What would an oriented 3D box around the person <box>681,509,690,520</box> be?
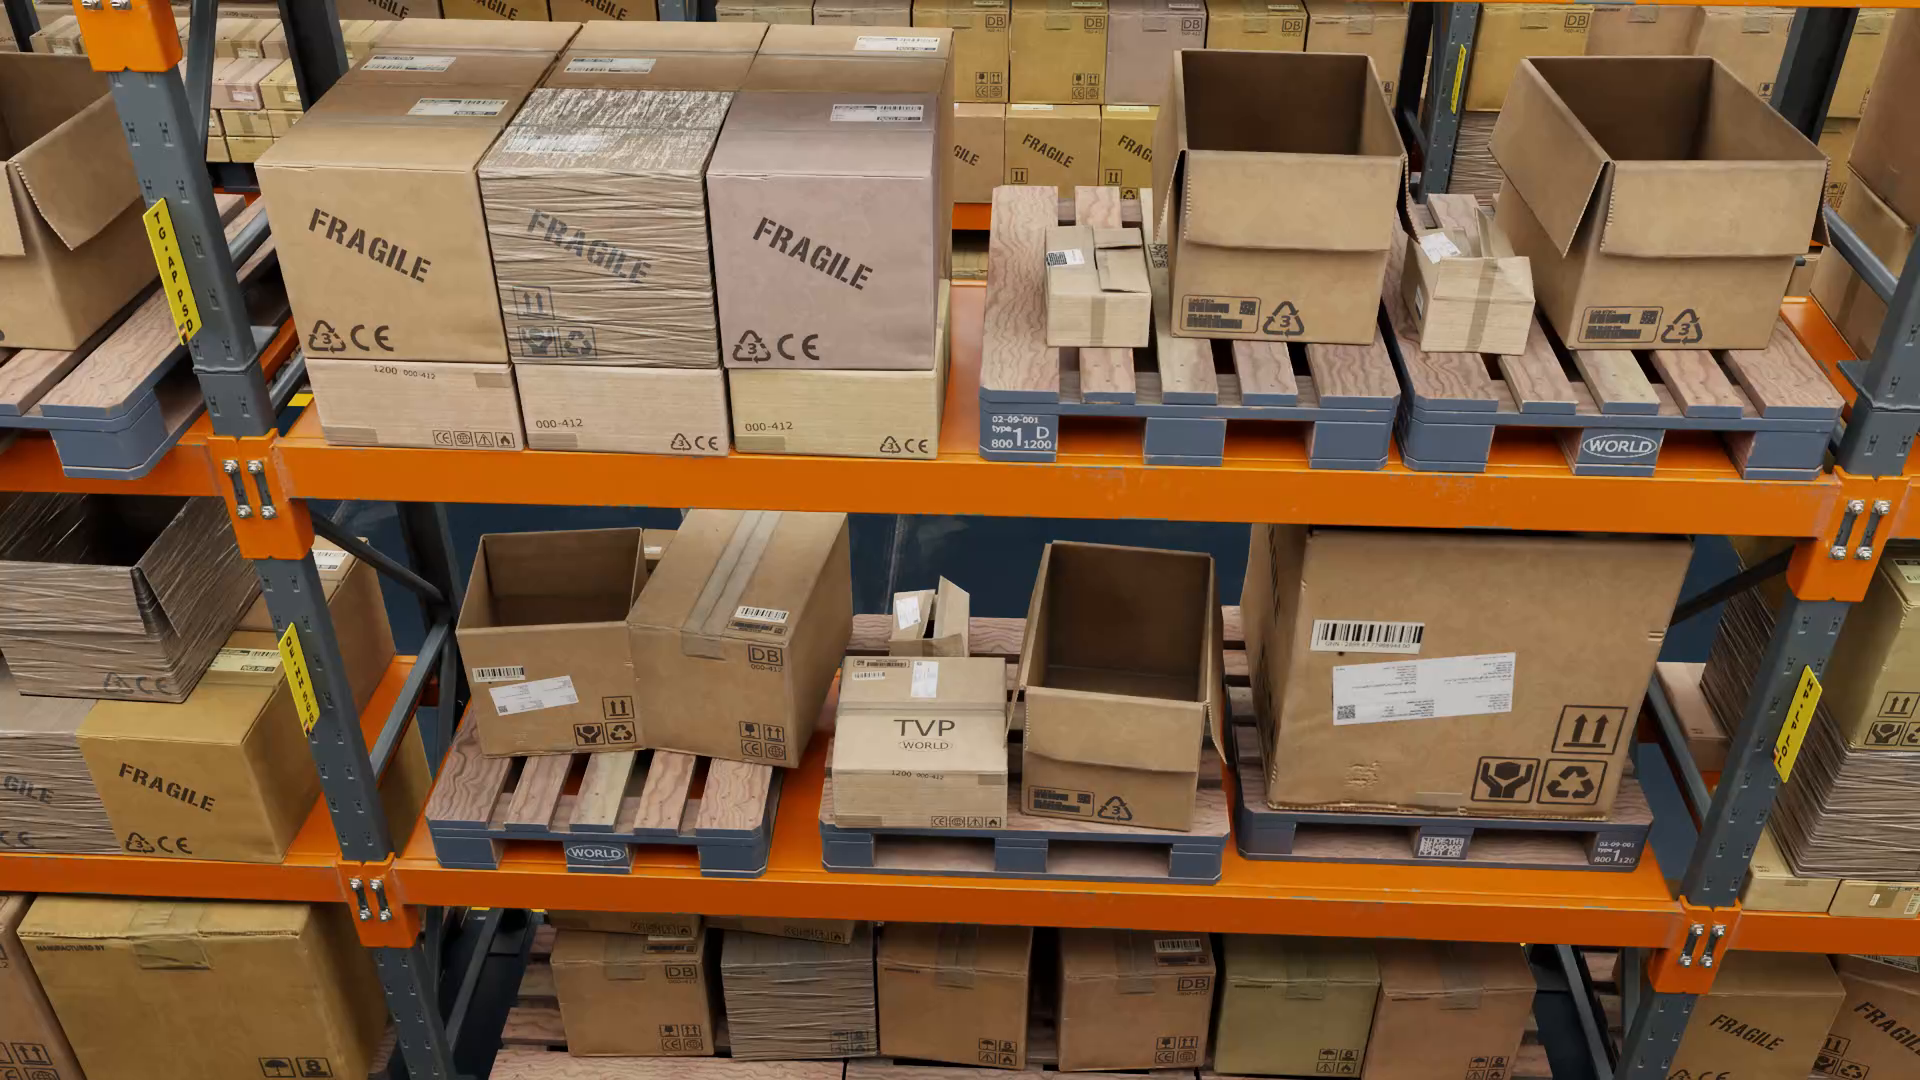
[{"bbox_3d":[-1.220,-0.500,7.841,0.420,1.774,0.643,1,35,2],"label":"person"}]
